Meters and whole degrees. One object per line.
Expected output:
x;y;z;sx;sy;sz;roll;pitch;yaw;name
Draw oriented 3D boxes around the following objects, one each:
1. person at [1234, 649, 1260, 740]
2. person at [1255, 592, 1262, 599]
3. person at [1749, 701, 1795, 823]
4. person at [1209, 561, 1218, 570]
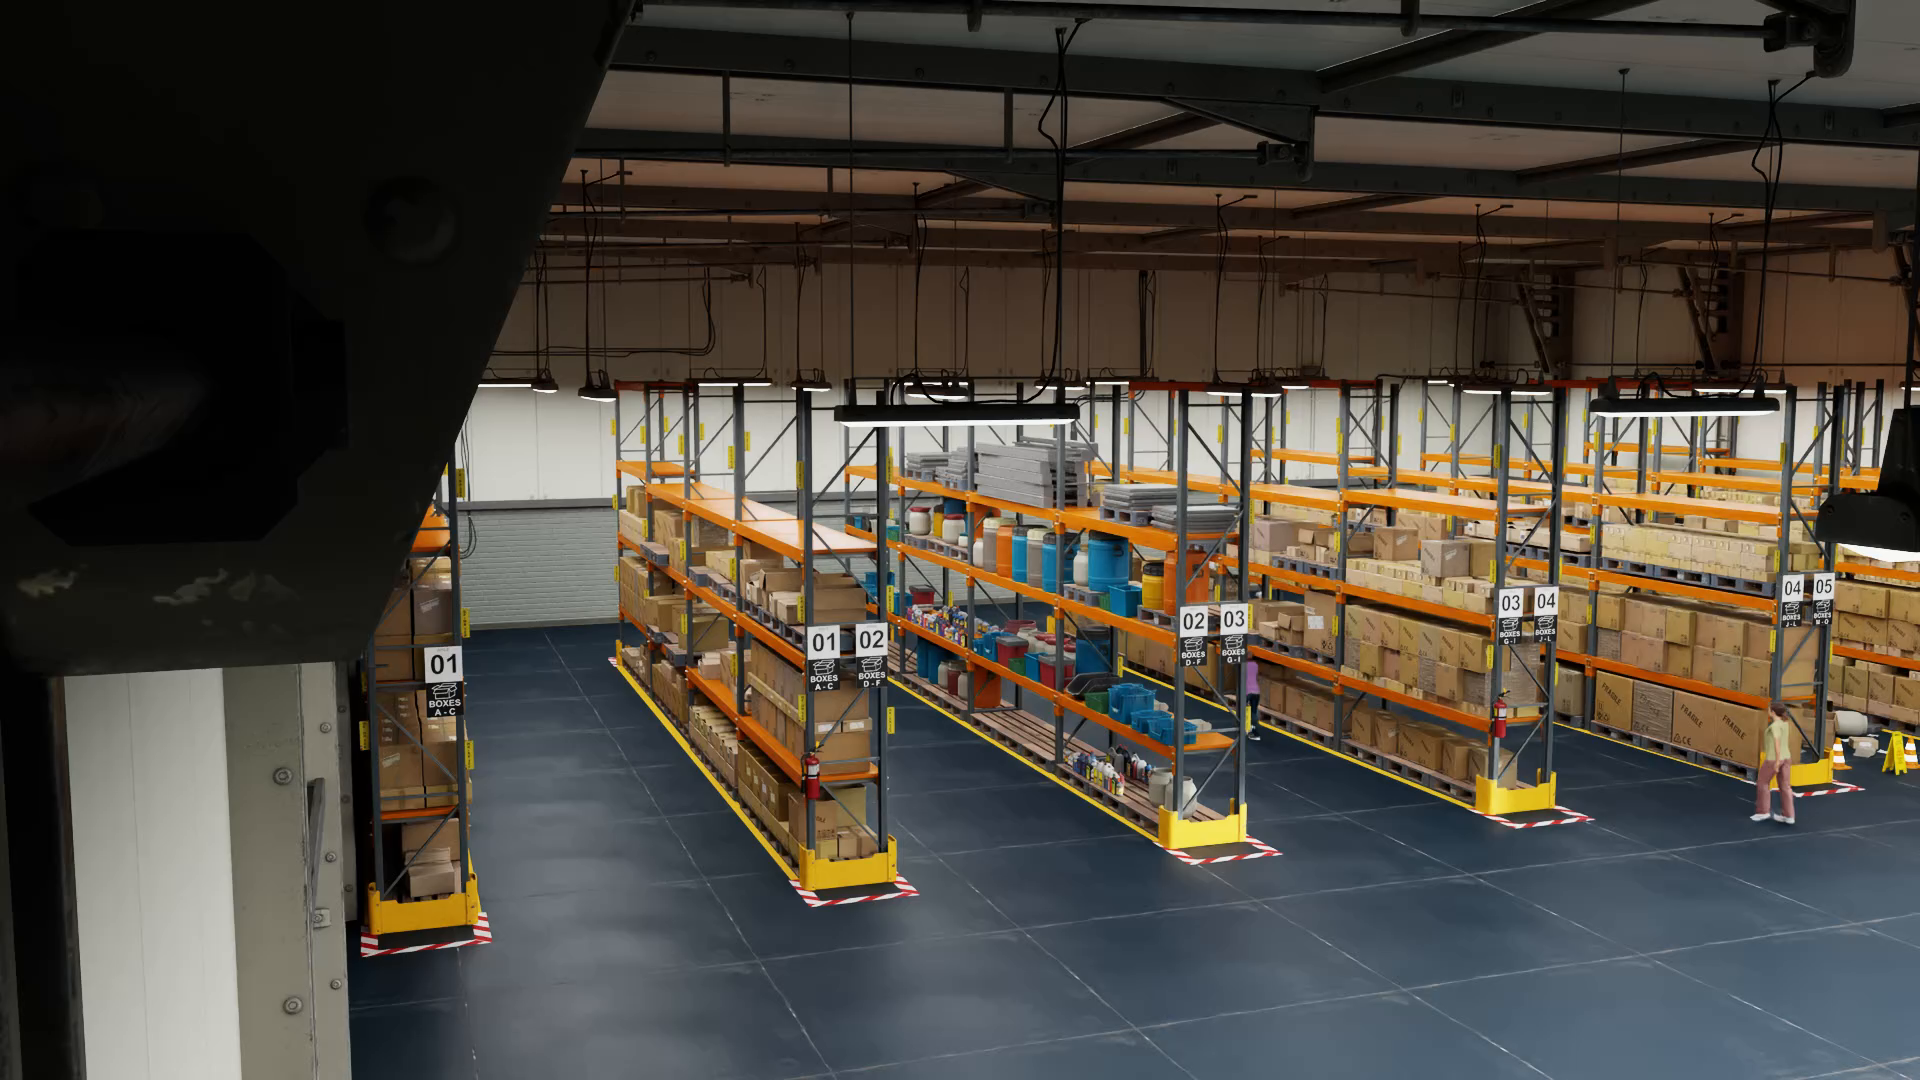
4.891;2.606;28.272;0.513;1.500;0.752;-2;6;-19;person
6.219;1.875;34.320;0.537;1.619;0.926;-1;6;-12;person
11.346;3.098;23.032;0.459;1.715;0.595;-3;7;-26;person
6.573;0.903;43.527;0.514;1.620;1.062;1;6;12;person
